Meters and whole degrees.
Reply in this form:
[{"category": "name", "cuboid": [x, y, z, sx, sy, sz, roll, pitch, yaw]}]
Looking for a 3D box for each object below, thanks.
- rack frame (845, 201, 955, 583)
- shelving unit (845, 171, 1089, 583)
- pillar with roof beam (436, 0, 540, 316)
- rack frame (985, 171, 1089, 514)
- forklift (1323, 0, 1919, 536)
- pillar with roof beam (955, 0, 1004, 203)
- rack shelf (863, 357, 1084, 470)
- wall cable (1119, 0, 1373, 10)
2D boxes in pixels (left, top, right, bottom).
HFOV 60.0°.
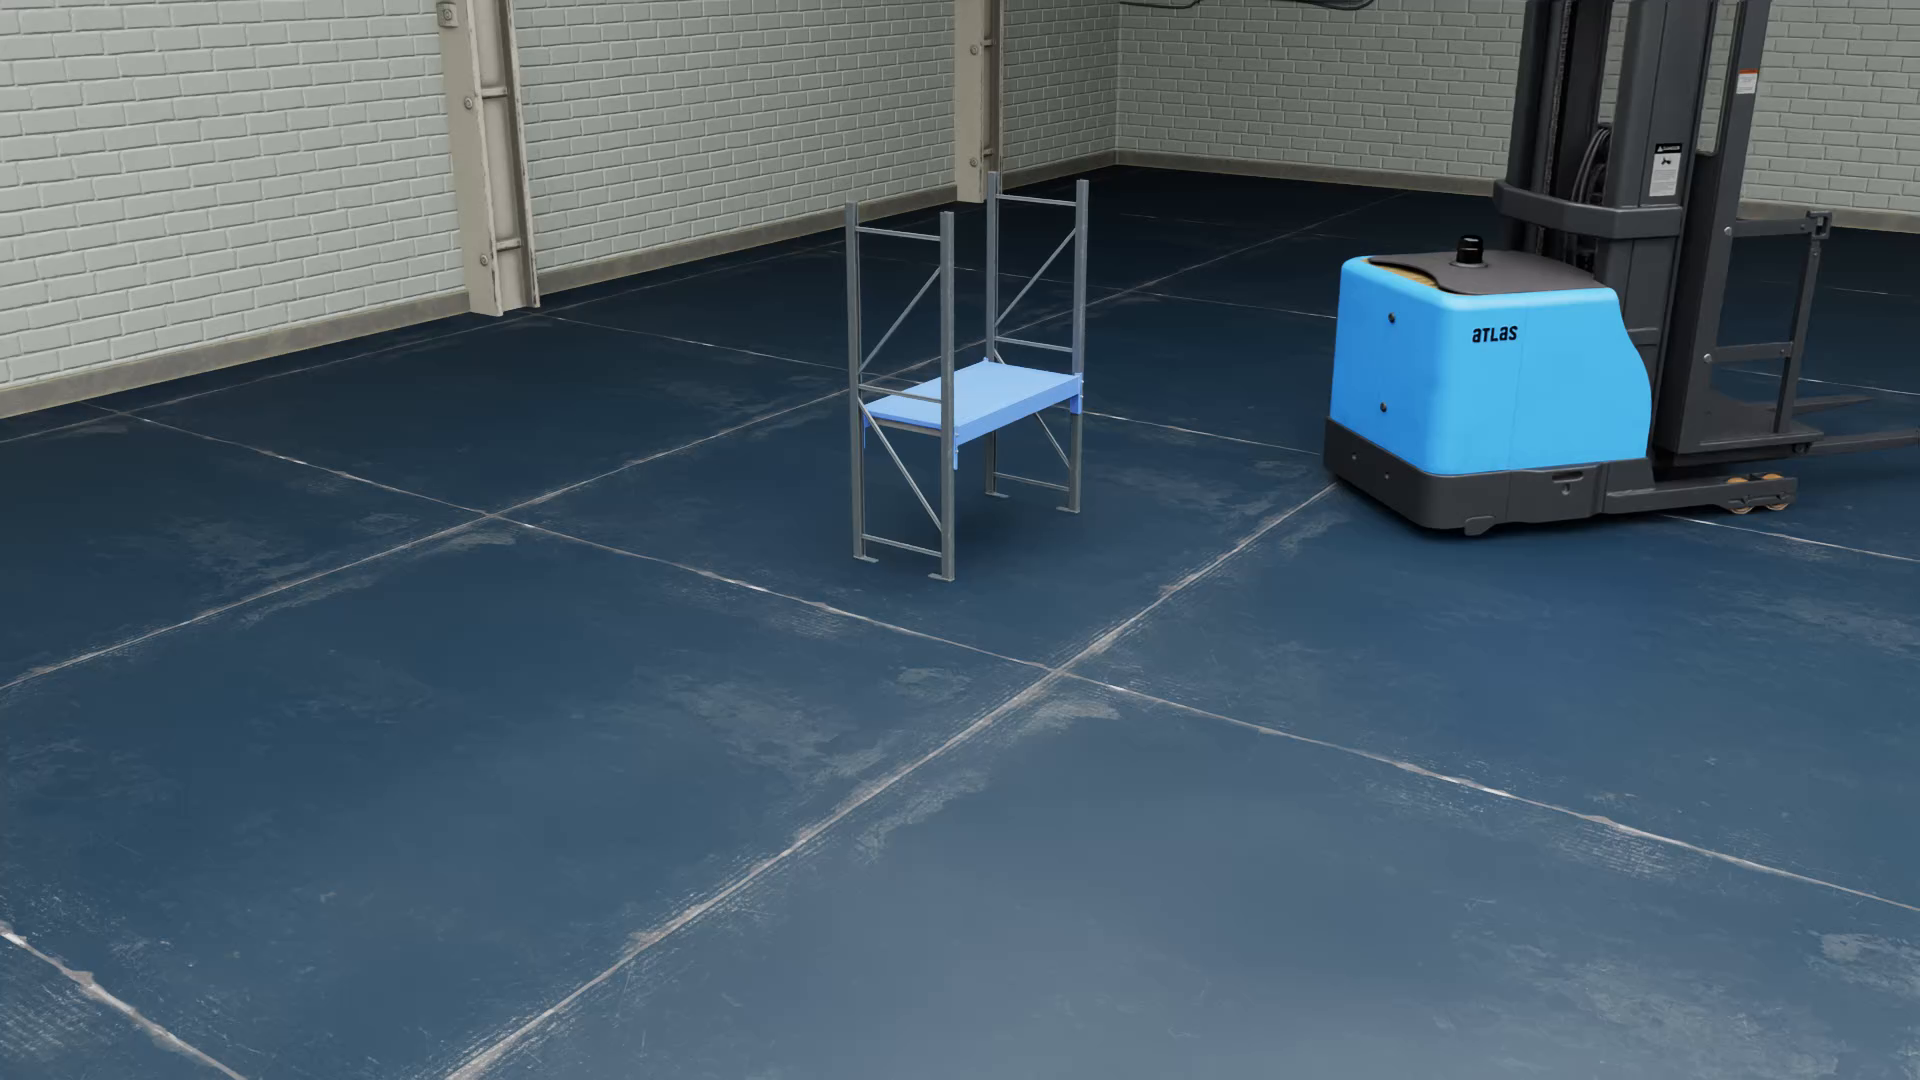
[{"category": "rack frame", "cuboid": [-0.238, -0.582, 6.677, 0.500, 1.500, 0.032, 13, 24, 32]}, {"category": "shelving unit", "cuboid": [0.048, -0.728, 7.071, 0.538, 1.500, 1.048, 13, 24, 32]}, {"category": "pillar with roof beam", "cuboid": [0.370, -5.001, 7.814, 9.100, 9.000, 0.400, 13, 24, 32]}, {"category": "rack frame", "cuboid": [0.334, -0.874, 7.465, 0.500, 1.500, 0.032, 13, 24, 32]}, {"category": "forklift", "cuboid": [3.329, -1.661, 7.531, 3.031, 2.935, 1.130, -6, 21, -15]}, {"category": "pillar with roof beam", "cuboid": [3.743, -6.723, 12.468, 9.100, 9.000, 0.400, 13, 24, 32]}, {"category": "rack shelf", "cuboid": [0.048, -0.559, 7.133, 0.538, 0.185, 1.000, 13, 24, 32]}, {"category": "wall cable", "cuboid": [2.932, -6.693, 16.864, 3.097, 2.526, 0.112, 13, 24, 32]}]
